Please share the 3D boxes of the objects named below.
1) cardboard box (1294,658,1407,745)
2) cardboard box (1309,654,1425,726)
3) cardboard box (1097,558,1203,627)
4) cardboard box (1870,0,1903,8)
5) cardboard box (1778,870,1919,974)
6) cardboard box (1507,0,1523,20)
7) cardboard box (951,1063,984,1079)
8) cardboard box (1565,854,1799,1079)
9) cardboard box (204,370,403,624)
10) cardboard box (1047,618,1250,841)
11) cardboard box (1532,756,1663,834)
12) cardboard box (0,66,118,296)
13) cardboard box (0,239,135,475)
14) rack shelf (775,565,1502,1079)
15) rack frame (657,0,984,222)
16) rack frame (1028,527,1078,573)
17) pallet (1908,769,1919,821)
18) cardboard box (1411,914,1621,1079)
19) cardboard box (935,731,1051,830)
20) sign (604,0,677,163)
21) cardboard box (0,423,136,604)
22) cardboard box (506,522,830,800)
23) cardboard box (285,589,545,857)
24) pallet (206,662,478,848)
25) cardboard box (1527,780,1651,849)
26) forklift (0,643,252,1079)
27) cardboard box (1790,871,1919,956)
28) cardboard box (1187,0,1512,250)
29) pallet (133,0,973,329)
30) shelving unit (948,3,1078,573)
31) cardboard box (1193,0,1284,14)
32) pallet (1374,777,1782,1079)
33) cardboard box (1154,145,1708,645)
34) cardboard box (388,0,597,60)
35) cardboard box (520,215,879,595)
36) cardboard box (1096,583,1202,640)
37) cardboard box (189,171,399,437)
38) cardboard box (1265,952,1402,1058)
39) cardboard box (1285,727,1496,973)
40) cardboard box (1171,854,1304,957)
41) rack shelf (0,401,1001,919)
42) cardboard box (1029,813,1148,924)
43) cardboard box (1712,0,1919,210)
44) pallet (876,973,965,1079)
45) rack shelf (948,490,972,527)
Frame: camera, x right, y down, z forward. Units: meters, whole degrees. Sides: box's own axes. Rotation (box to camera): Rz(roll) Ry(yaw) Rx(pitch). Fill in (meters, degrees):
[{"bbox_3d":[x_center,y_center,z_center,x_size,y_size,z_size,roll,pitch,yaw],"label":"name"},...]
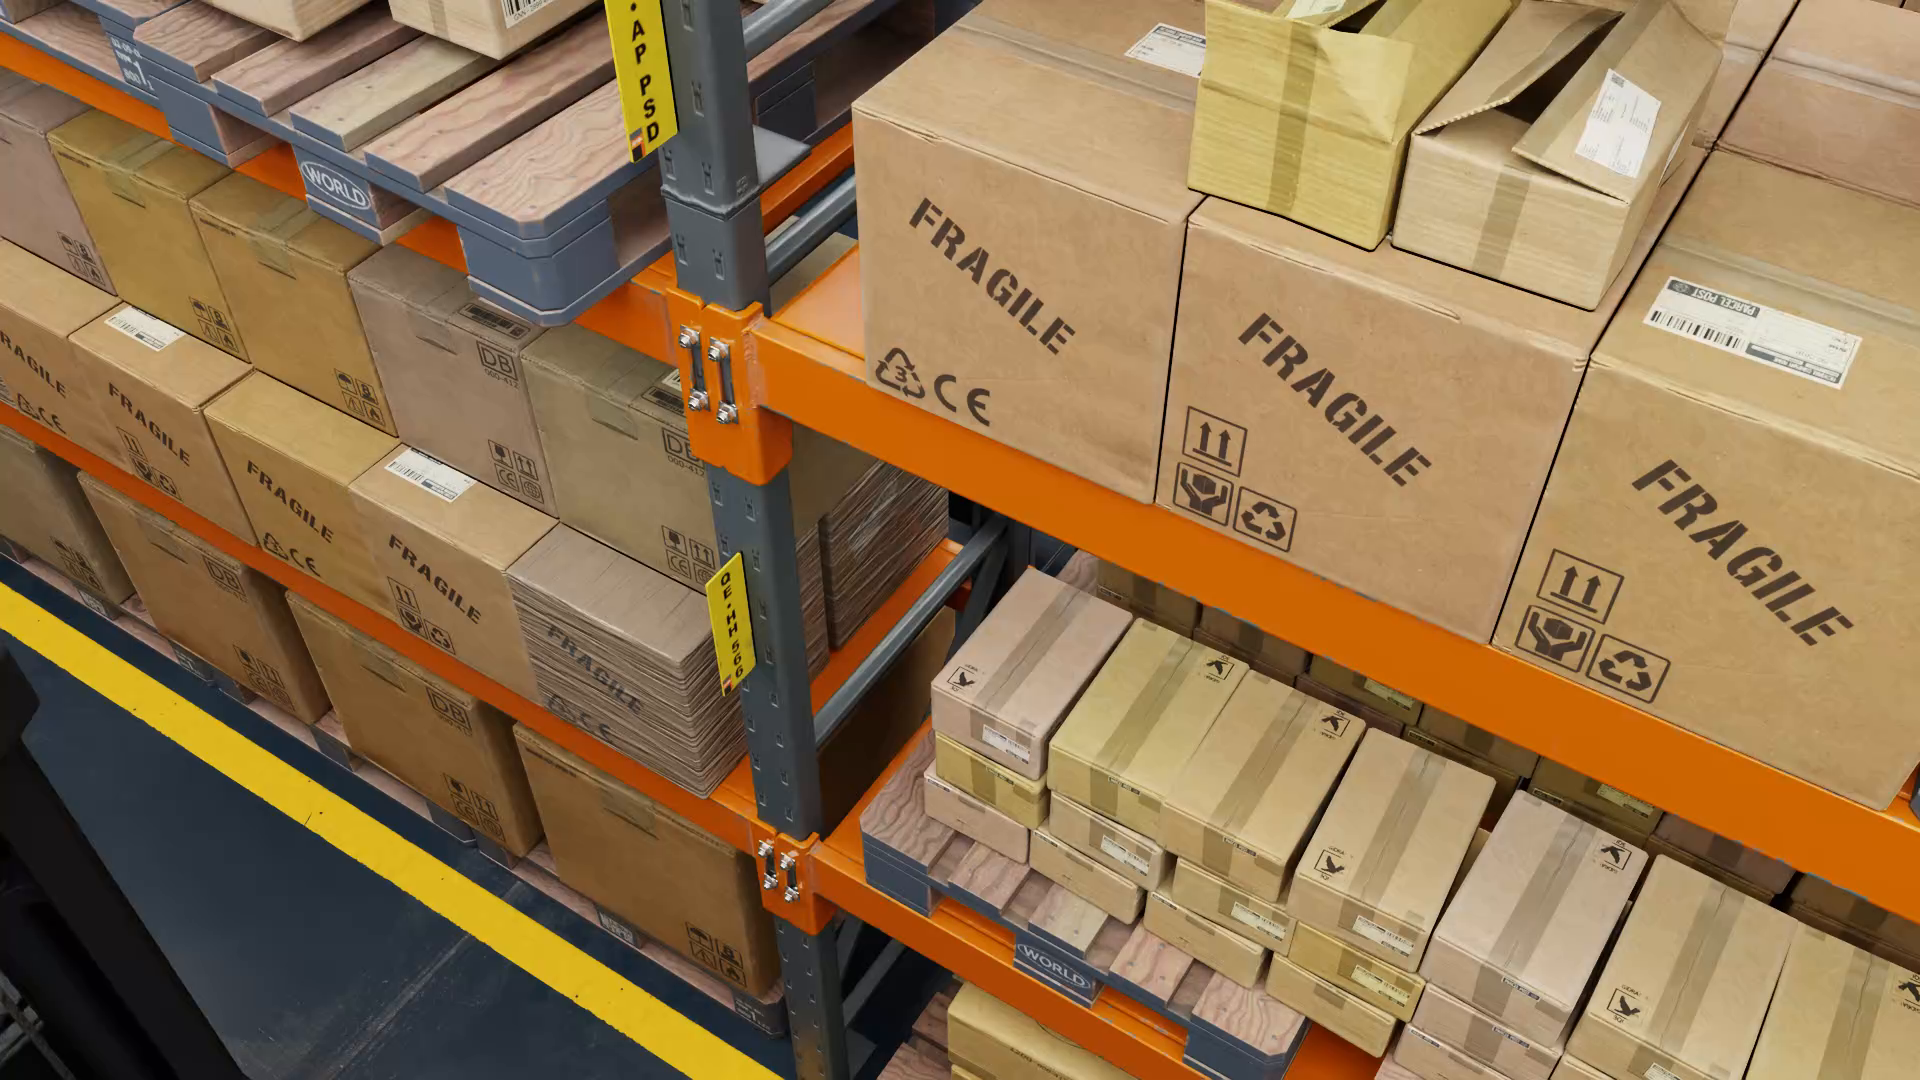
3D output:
[{"bbox_3d":[0.947,0.285,3.764,0.250,0.149,0.380,26,51,23],"label":"cardboard box"},{"bbox_3d":[0.969,0.190,3.649,0.250,0.149,0.380,26,51,23],"label":"cardboard box"},{"bbox_3d":[0.521,-0.013,3.846,0.250,0.149,0.380,26,51,23],"label":"cardboard box"},{"bbox_3d":[3.320,-2.206,6.232,0.500,0.500,0.500,23,50,21],"label":"cardboard box"},{"bbox_3d":[1.831,0.691,3.369,0.250,0.149,0.380,23,50,20],"label":"cardboard box"},{"bbox_3d":[0.780,-0.924,2.362,0.258,0.266,0.396,25,51,22],"label":"cardboard box"},{"bbox_3d":[0.317,1.386,4.262,0.500,0.500,0.500,23,50,21],"label":"cardboard box"},{"bbox_3d":[1.251,0.771,2.877,0.250,0.149,0.380,26,51,23],"label":"cardboard box"},{"bbox_3d":[-1.505,-0.201,4.284,0.500,0.500,0.500,24,50,21],"label":"cardboard box"},{"bbox_3d":[0.371,0.366,3.271,0.250,0.149,0.380,23,50,21],"label":"cardboard box"},{"bbox_3d":[1.388,0.385,3.459,0.250,0.149,0.380,24,51,22],"label":"cardboard box"},{"bbox_3d":[-2.227,-1.116,4.476,0.500,0.500,0.700,25,51,22],"label":"cardboard box"},{"bbox_3d":[-2.366,-0.594,4.666,0.500,0.500,0.500,24,51,22],"label":"cardboard box"},{"bbox_3d":[1.543,1.258,3.437,4.000,0.370,1.077,25,51,22],"label":"rack shelf"},{"bbox_3d":[-0.141,-1.857,1.780,0.127,3.000,1.000,25,51,22],"label":"rack frame"},{"bbox_3d":[0.345,-0.573,5.343,0.015,2.100,0.400,25,51,22],"label":"rack frame"},{"bbox_3d":[1.889,0.099,2.102,1.003,0.211,1.213,25,51,22],"label":"pallet"},{"bbox_3d":[1.035,0.779,3.077,0.250,0.149,0.380,25,51,22],"label":"cardboard box"},{"bbox_3d":[0.158,0.379,3.465,0.250,0.149,0.380,27,52,24],"label":"cardboard box"},{"bbox_3d":[-0.447,-0.688,2.320,0.005,0.325,0.100,25,51,22],"label":"sign"},{"bbox_3d":[-2.937,-0.492,5.912,0.750,0.750,1.050,24,51,22],"label":"cardboard box"},{"bbox_3d":[-0.665,0.186,3.908,0.500,0.500,0.500,25,51,22],"label":"cardboard box"},{"bbox_3d":[-1.342,0.244,5.197,0.750,0.750,1.050,25,51,23],"label":"cardboard box"},{"bbox_3d":[-1.786,0.381,5.732,1.213,0.211,1.003,25,51,22],"label":"pallet"},{"bbox_3d":[1.383,0.487,3.568,0.250,0.149,0.380,23,50,20],"label":"cardboard box"},{"bbox_3d":[-2.138,1.084,3.153,3.031,2.935,1.130,23,50,21],"label":"forklift"},{"bbox_3d":[1.825,0.585,3.265,0.250,0.149,0.380,24,50,21],"label":"cardboard box"},{"bbox_3d":[0.485,-0.591,2.038,0.258,0.266,0.396,25,51,22],"label":"cardboard box"},{"bbox_3d":[-0.711,-0.963,3.135,1.003,0.211,1.213,27,52,24],"label":"pallet"},{"bbox_3d":[0.139,-0.668,5.435,0.503,2.100,0.431,25,51,22],"label":"shelving unit"},{"bbox_3d":[0.477,-0.779,2.754,0.500,0.500,0.500,25,51,22],"label":"cardboard box"},{"bbox_3d":[1.548,1.042,3.280,1.213,0.211,1.003,25,51,22],"label":"pallet"},{"bbox_3d":[0.621,-0.276,2.265,0.500,0.500,0.500,25,51,22],"label":"cardboard box"},{"bbox_3d":[-0.764,-1.011,2.850,0.250,0.166,0.380,25,51,22],"label":"cardboard box"},{"bbox_3d":[-0.513,-0.330,3.712,0.500,0.500,0.700,24,51,22],"label":"cardboard box"},{"bbox_3d":[0.523,0.088,3.955,0.250,0.149,0.380,26,51,23],"label":"cardboard box"},{"bbox_3d":[-1.373,-0.722,4.093,0.500,0.500,0.700,24,50,22],"label":"cardboard box"},{"bbox_3d":[0.808,0.781,3.282,0.250,0.149,0.380,27,52,24],"label":"cardboard box"},{"bbox_3d":[0.798,0.566,3.076,0.250,0.149,0.380,23,50,21],"label":"cardboard box"},{"bbox_3d":[0.614,0.584,3.266,0.250,0.149,0.380,23,50,21],"label":"cardboard box"},{"bbox_3d":[-1.824,-0.290,4.942,4.000,0.370,1.077,25,51,22],"label":"rack shelf"},{"bbox_3d":[0.353,0.574,3.483,0.250,0.149,0.380,27,52,24],"label":"cardboard box"},{"bbox_3d":[1.324,-0.397,2.383,0.500,0.500,0.500,25,51,22],"label":"cardboard box"},{"bbox_3d":[0.516,1.509,4.637,1.213,0.211,1.003,25,51,22],"label":"pallet"},{"bbox_3d":[0.139,-0.170,5.946,0.480,0.518,0.431,25,51,22],"label":"rack shelf"}]
